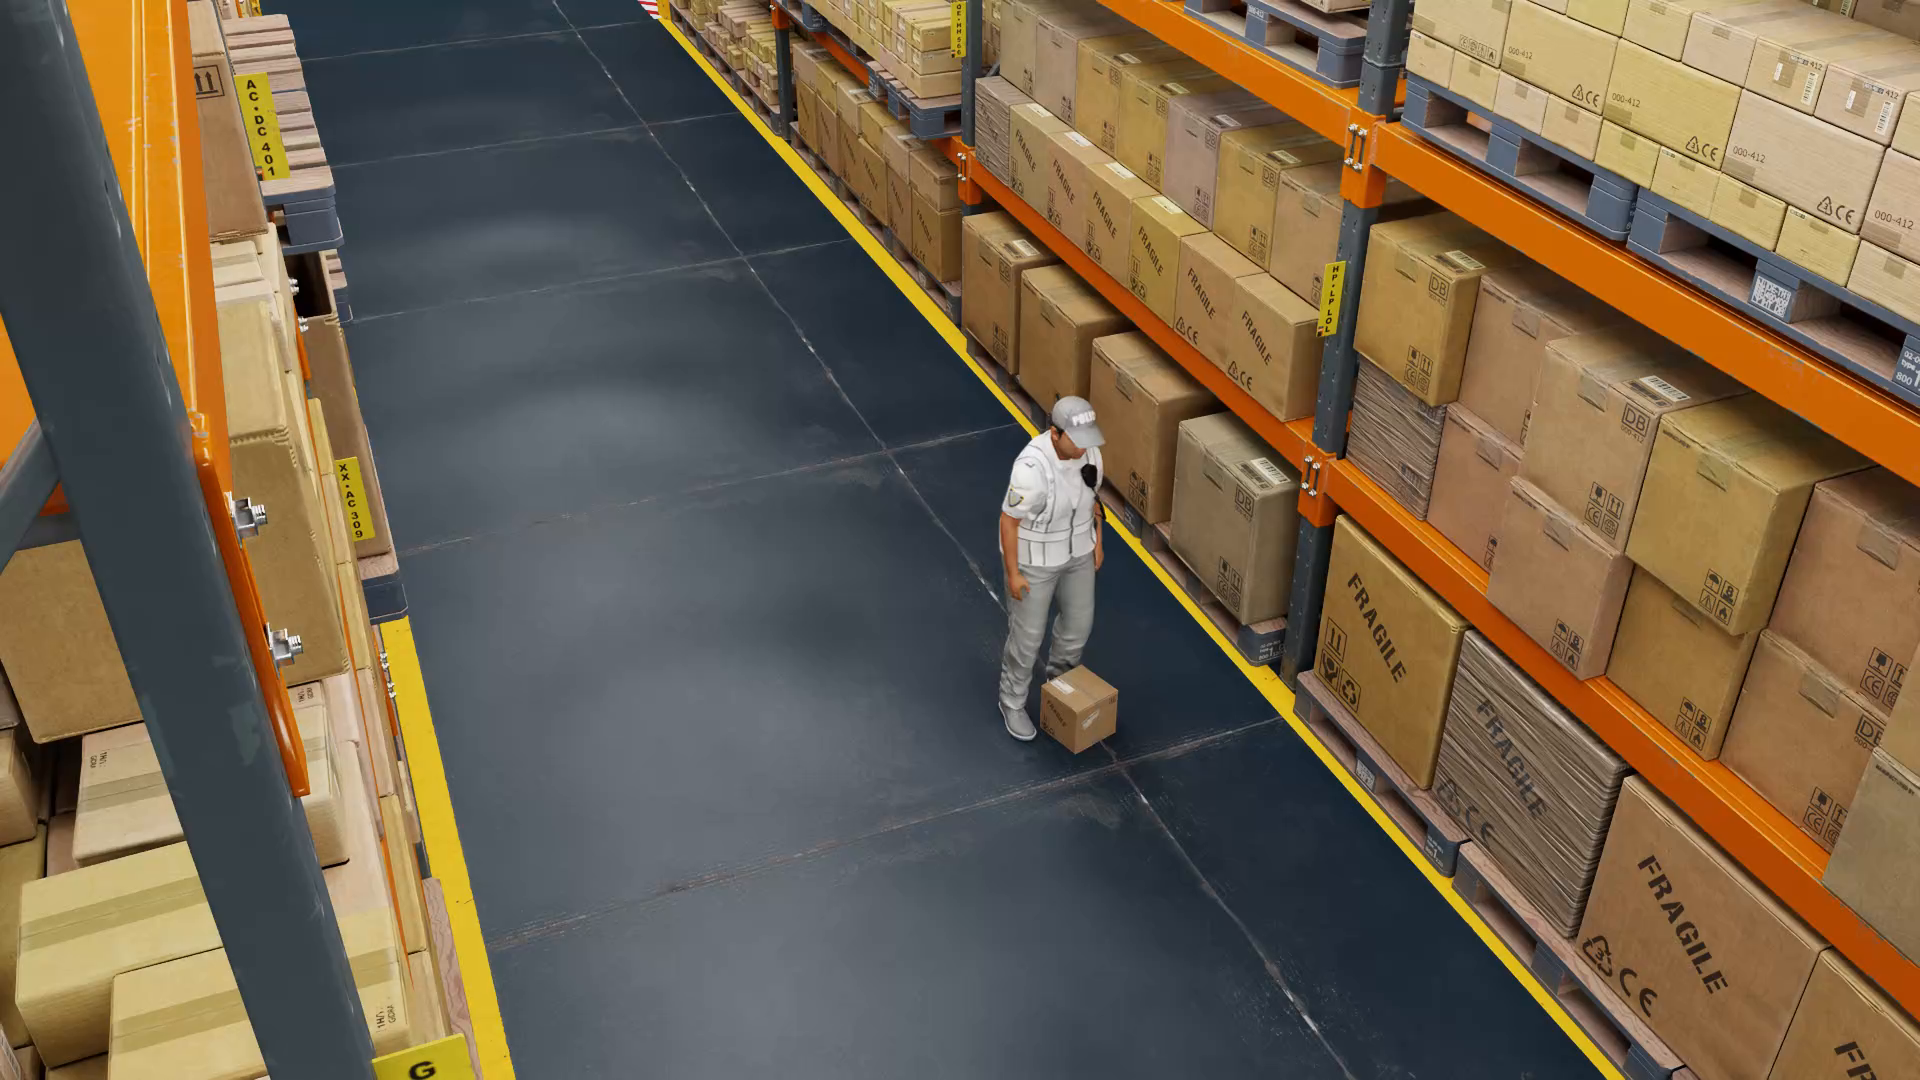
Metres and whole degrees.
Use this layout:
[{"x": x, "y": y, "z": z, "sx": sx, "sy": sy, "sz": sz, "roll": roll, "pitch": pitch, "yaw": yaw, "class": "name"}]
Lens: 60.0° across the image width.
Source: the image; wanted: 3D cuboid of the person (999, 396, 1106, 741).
[{"x": 0.417, "y": 0.090, "z": 7.382, "sx": 0.548, "sy": 1.666, "sz": 0.473, "roll": -20, "pitch": 39, "yaw": -28, "class": "person"}]
